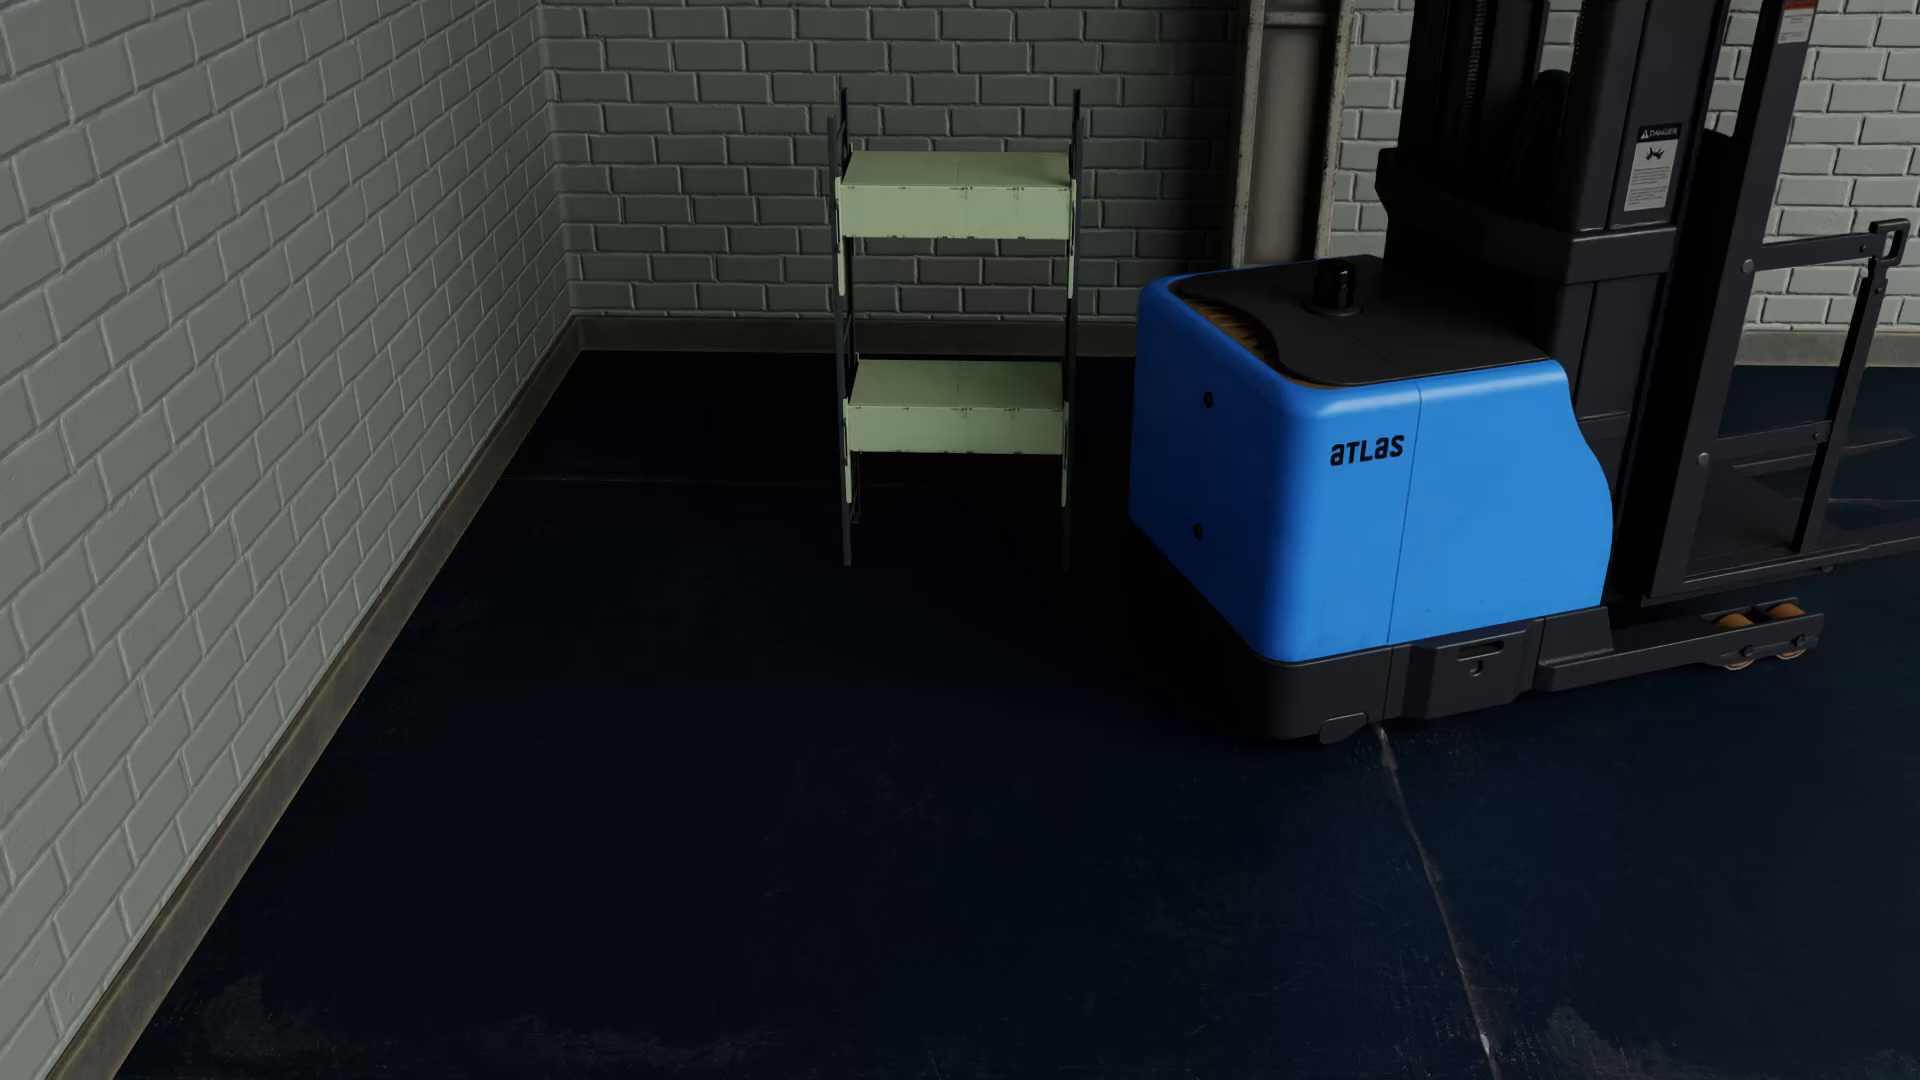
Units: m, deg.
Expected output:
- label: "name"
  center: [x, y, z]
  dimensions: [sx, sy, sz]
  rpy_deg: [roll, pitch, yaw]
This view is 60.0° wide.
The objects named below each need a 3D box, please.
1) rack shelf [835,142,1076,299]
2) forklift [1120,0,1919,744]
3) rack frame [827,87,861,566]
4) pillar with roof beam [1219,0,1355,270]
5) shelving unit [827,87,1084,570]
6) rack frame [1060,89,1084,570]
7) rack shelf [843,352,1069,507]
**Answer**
- label: "rack shelf"
  center: [-0.007, -1.008, 5.216]
  dimensions: [0.720, 0.370, 0.431]
  rpy_deg: [1, 28, 2]
- label: "forklift"
  center: [2.089, -1.128, 4.748]
  dimensions: [3.031, 2.935, 1.130]
  rpy_deg: [-9, 29, -16]
- label: "rack frame"
  center: [-0.372, -0.669, 5.410]
  dimensions: [0.023, 1.500, 0.400]
  rpy_deg: [1, 28, 2]
- label: "pillar with roof beam"
  center: [1.145, -2.694, 1.225]
  dimensions: [0.400, 9.000, 9.100]
  rpy_deg: [1, 28, 2]
- label: "shelving unit"
  center: [-0.007, -0.663, 5.399]
  dimensions: [0.755, 1.500, 0.431]
  rpy_deg: [1, 28, 2]
- label: "rack frame"
  center: [0.359, -0.657, 5.388]
  dimensions: [0.023, 1.500, 0.400]
  rpy_deg: [1, 28, 2]
- label: "rack shelf"
  center: [-0.007, -0.375, 5.552]
  dimensions: [0.720, 0.370, 0.431]
  rpy_deg: [1, 28, 2]
